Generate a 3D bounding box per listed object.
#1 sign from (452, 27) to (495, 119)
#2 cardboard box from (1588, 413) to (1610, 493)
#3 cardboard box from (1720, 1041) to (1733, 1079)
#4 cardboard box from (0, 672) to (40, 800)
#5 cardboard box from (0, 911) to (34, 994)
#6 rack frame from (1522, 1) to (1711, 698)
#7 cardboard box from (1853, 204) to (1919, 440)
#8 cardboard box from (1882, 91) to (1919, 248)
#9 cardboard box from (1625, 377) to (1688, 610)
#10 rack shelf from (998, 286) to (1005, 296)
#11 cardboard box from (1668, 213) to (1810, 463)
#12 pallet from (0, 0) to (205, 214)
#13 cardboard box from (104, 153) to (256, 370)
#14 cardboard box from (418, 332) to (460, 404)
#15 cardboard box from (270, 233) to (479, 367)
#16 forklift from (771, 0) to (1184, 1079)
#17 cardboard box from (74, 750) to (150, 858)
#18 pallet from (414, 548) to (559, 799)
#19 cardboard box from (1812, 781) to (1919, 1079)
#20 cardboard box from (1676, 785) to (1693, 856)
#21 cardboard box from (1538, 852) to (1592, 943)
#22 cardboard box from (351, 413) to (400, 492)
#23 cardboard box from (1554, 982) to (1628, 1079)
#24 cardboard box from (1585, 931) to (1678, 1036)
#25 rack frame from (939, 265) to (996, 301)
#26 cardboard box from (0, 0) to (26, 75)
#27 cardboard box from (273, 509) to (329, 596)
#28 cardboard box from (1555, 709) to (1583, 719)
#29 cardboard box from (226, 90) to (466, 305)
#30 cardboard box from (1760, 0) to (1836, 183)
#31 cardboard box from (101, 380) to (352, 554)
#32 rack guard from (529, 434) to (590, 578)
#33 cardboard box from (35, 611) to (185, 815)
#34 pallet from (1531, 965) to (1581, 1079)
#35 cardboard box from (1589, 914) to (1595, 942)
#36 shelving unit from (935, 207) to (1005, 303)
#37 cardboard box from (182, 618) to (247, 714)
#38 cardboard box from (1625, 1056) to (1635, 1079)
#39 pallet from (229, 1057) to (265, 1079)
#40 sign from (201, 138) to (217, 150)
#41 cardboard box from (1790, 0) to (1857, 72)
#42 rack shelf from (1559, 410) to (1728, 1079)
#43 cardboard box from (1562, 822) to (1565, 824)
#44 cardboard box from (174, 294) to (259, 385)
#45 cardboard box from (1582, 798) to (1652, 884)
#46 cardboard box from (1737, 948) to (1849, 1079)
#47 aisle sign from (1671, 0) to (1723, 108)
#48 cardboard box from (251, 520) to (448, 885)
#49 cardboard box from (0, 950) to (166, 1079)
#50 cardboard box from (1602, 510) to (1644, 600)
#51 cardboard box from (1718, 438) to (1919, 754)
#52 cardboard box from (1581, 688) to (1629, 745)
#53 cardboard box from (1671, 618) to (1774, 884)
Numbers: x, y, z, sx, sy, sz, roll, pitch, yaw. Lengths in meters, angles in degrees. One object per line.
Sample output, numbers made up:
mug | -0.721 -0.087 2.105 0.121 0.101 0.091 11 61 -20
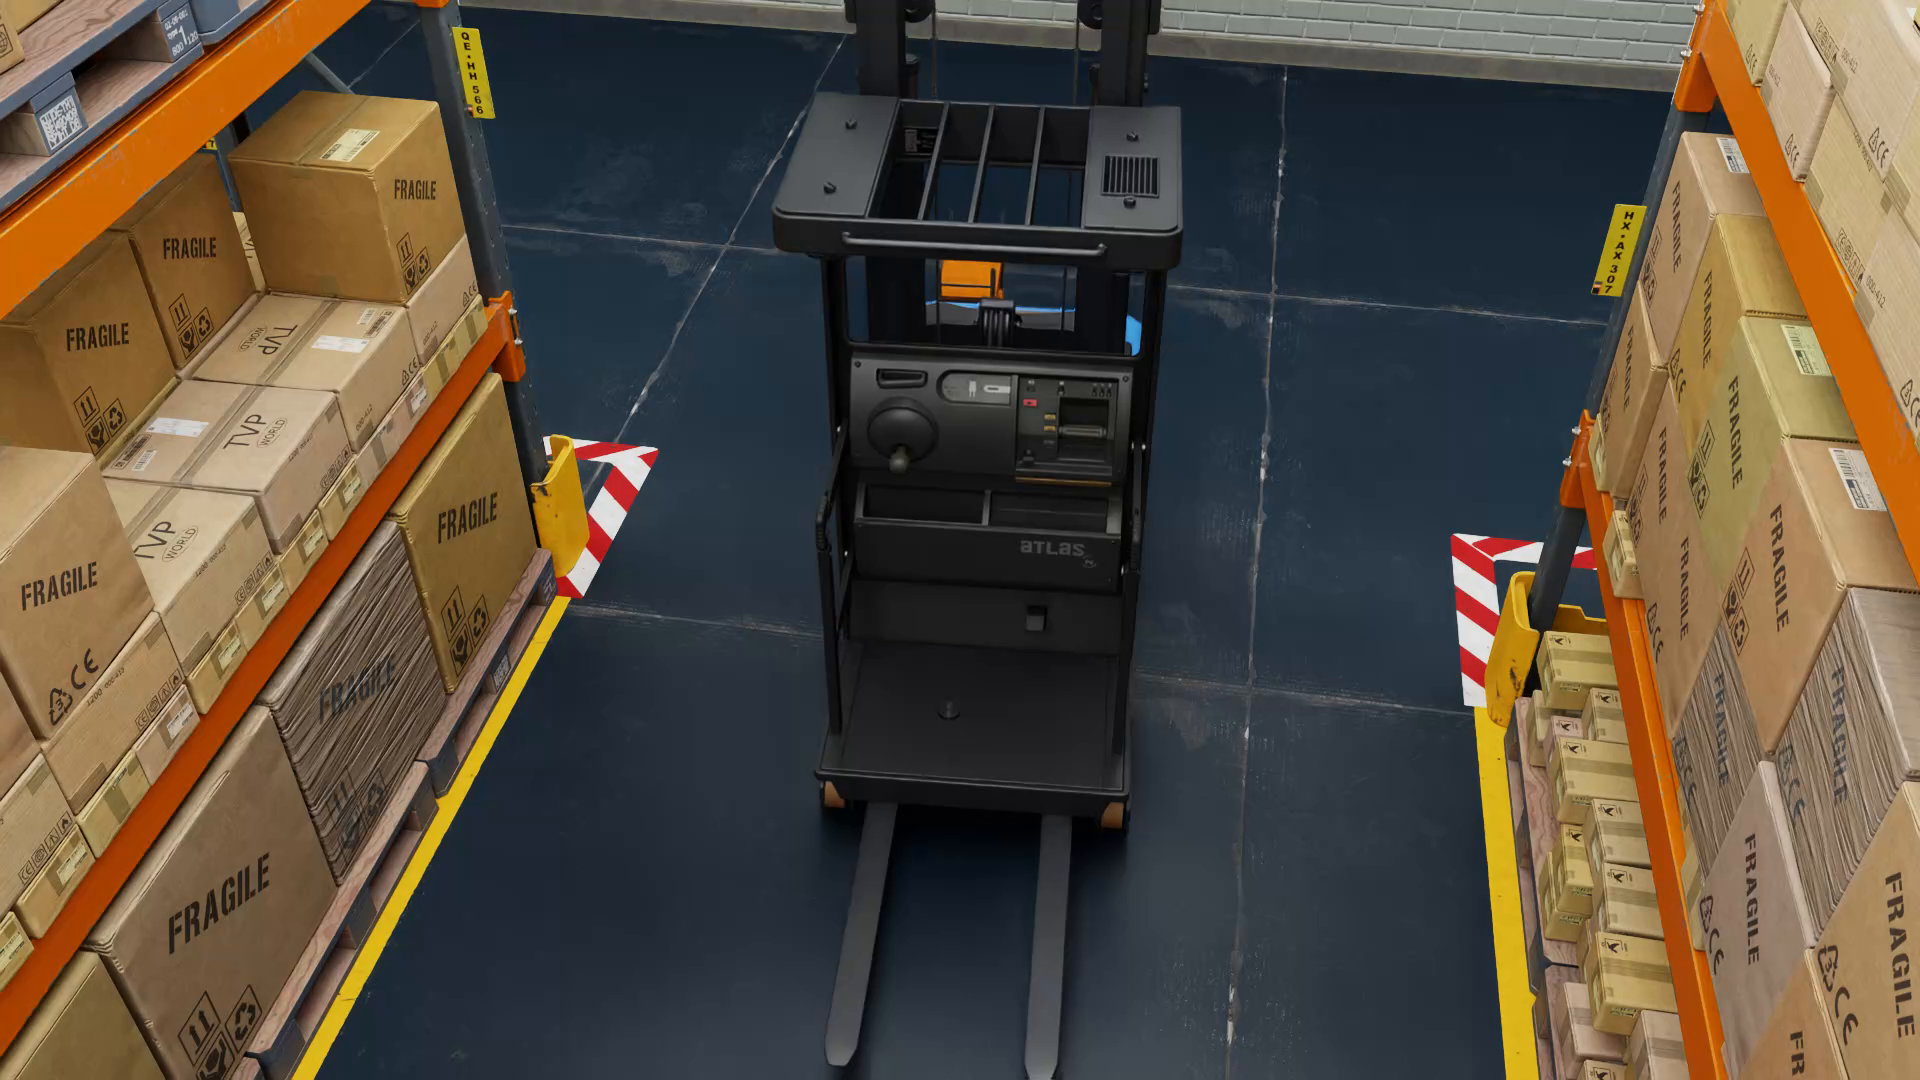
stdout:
sign | -1.684 -1.613 5.752 0.100 0.325 0.005 6 40 8
cardboard box | 2.272 -0.270 5.419 0.380 0.149 0.250 6 40 7
cardboard box | 1.907 1.201 3.641 0.380 0.149 0.250 5 40 6
cardboard box | -2.481 0.440 3.659 0.500 0.500 0.500 6 40 8
cardboard box | -2.439 0.984 3.903 0.380 0.149 0.250 8 40 9
rack frame | 2.651 -0.533 5.541 1.000 3.000 0.127 6 40 8
cardboard box | 2.050 -0.401 3.144 0.500 0.250 0.500 6 40 7
cardboard box | 2.045 -0.616 3.013 0.500 0.250 0.500 5 40 6
cardboard box | 2.234 -0.097 4.701 0.500 0.500 0.500 6 40 8
rack shelf | 0.048 -0.912 7.166 0.258 0.148 0.480 4 40 4
cardboard box | 2.231 -0.502 4.407 0.500 0.500 0.500 7 40 9
pallet | -2.543 -1.031 3.859 1.003 0.211 1.213 6 40 8
cardboard box | -2.652 -0.904 5.286 0.500 0.500 0.500 5 40 7
cardboard box | -1.997 -0.624 5.848 0.380 0.149 0.250 7 40 8
cardboard box | -2.039 -0.867 5.829 0.500 0.250 0.500 6 40 7
forklift | 0.081 -0.321 5.338 1.130 2.935 3.031 4 40 4
cardboard box | -2.351 0.658 4.297 0.380 0.149 0.250 6 40 7
pallet | -2.278 0.441 6.551 1.003 0.211 1.213 6 40 8
cardboard box | 1.858 0.788 2.846 0.500 0.500 0.500 5 40 6
cardboard box | 2.053 0.715 4.228 0.380 0.149 0.250 8 40 9
cardboard box | 2.092 1.175 5.382 0.380 0.149 0.250 7 40 8
cardboard box | -2.086 -0.309 5.467 0.380 0.149 0.250 7 40 8
cardboard box | 2.013 1.493 4.998 0.380 0.149 0.250 5 40 6
cardboard box | 2.018 1.294 4.772 0.380 0.149 0.250 7 40 8
rack frame | 0.025 -0.637 7.079 0.240 1.200 0.015 4 40 4
cardboard box | -2.505 -1.176 3.477 0.700 0.500 0.500 8 40 10
cardboard box | -2.173 0.017 5.073 0.380 0.149 0.250 7 40 8
cardboard box | 2.308 0.589 5.858 0.380 0.149 0.250 8 40 10
cardboard box | -2.042 -1.155 5.589 0.500 0.500 0.500 7 40 8
cardboard box | 2.226 -1.048 3.927 0.500 0.250 0.500 8 40 9
cardboard box | -2.215 -0.230 5.058 0.500 0.250 0.500 5 40 6
rack guard | -2.212 -0.196 7.094 1.175 0.500 0.348 6 40 8
cardboard box | -2.394 0.406 4.289 0.500 0.250 0.500 7 40 9
pallet | 2.249 1.858 4.837 1.003 0.211 1.213 6 40 8
cardboard box | 2.146 1.244 5.065 0.380 0.149 0.250 5 40 6
shelving unit | 0.048 -0.792 7.266 0.258 1.200 0.503 4 40 4
cardboard box | -2.262 0.336 4.687 0.380 0.149 0.250 5 40 6
cardboard box | 2.083 1.588 4.650 0.380 0.149 0.250 8 40 10
pallet | -2.700 1.973 4.698 1.003 0.211 1.213 6 40 8
sign | -2.762 -1.573 6.057 0.100 0.325 0.005 6 40 8
cardboard box | 2.230 -1.250 3.779 0.500 0.250 0.500 6 40 7
rack shelf | 2.305 0.999 4.252 1.077 0.370 4.000 6 40 8
cardboard box | 2.281 0.870 5.751 0.380 0.149 0.250 6 40 7
cardboard box | -2.649 -0.602 5.509 0.500 0.250 0.500 6 40 7
cardboard box | 2.166 0.961 5.175 0.380 0.149 0.250 5 40 5
cardboard box | 1.856 1.163 3.177 0.500 0.500 0.500 5 40 6
aisle sign | 2.369 -1.614 4.808 0.394 0.787 0.004 6 40 8
cardboard box | -2.406 0.495 5.635 0.875 0.875 0.875 6 40 8
cardboard box | -2.715 1.618 4.277 0.875 0.875 0.875 6 40 8
cardboard box | 2.170 0.058 5.023 0.380 0.149 0.250 5 40 6
cardboard box | 2.034 0.142 3.628 0.500 0.500 0.500 5 40 6
cardboard box | 2.297 0.652 5.549 0.380 0.149 0.250 7 40 8
cardboard box | 2.055 0.530 3.943 0.500 0.500 0.500 5 40 7
